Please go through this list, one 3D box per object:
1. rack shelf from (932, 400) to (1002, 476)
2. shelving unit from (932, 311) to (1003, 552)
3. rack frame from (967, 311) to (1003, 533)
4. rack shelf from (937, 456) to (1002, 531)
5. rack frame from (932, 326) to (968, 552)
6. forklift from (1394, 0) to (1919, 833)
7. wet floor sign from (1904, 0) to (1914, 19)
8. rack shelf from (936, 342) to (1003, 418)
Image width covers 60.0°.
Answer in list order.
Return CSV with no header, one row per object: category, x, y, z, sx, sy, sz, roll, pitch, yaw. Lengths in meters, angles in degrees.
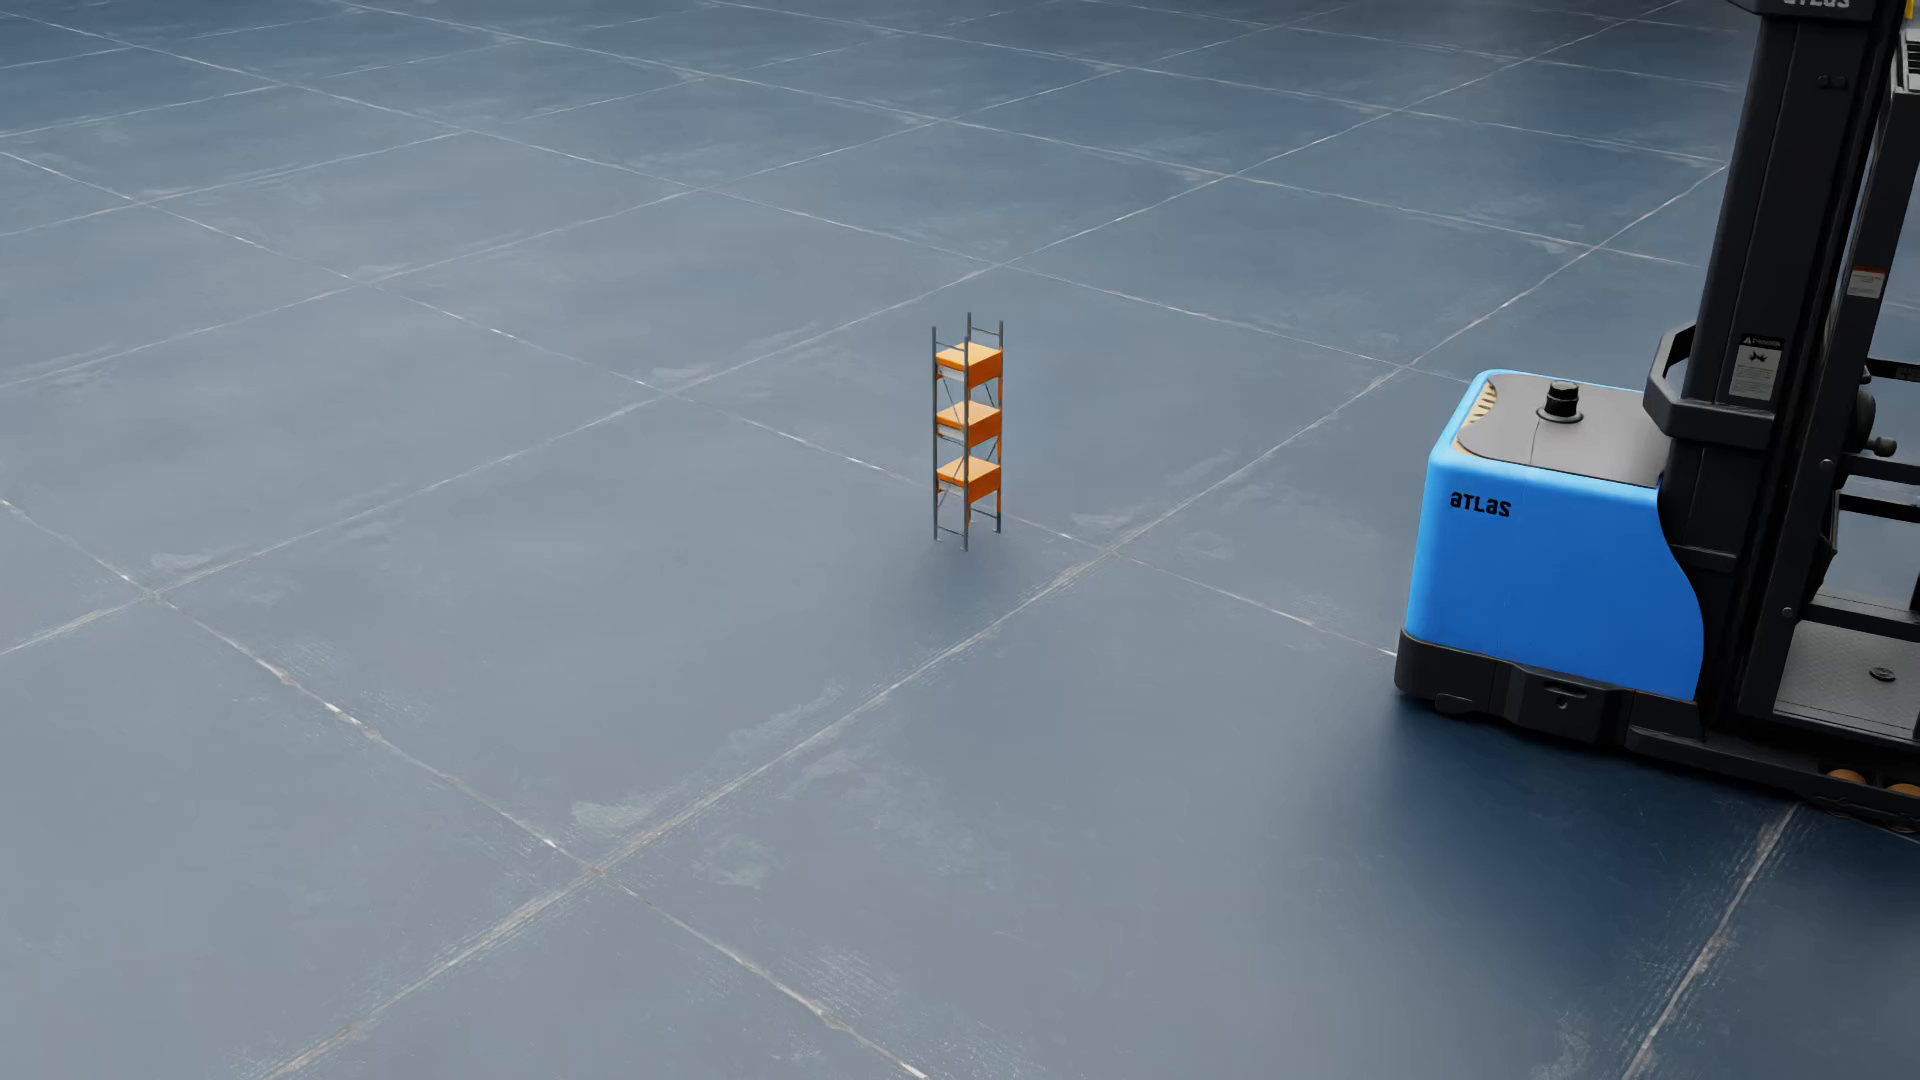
rack shelf,0.034,-0.476,7.550,0.215,0.259,0.240,21,34,34
shelving unit,0.034,-0.485,7.545,0.215,1.050,0.252,21,34,34
rack frame,0.112,-0.529,7.629,0.200,1.050,0.008,21,34,34
rack shelf,0.034,-0.229,7.678,0.215,0.259,0.240,21,34,34
rack frame,-0.044,-0.442,7.462,0.200,1.050,0.008,21,34,34
forklift,3.255,-0.563,5.649,3.031,2.935,1.130,13,30,23
wet floor sign,11.094,-6.481,19.575,0.232,0.644,0.267,-15,31,-27
rack shelf,0.034,-0.728,7.420,0.215,0.259,0.240,21,34,34
